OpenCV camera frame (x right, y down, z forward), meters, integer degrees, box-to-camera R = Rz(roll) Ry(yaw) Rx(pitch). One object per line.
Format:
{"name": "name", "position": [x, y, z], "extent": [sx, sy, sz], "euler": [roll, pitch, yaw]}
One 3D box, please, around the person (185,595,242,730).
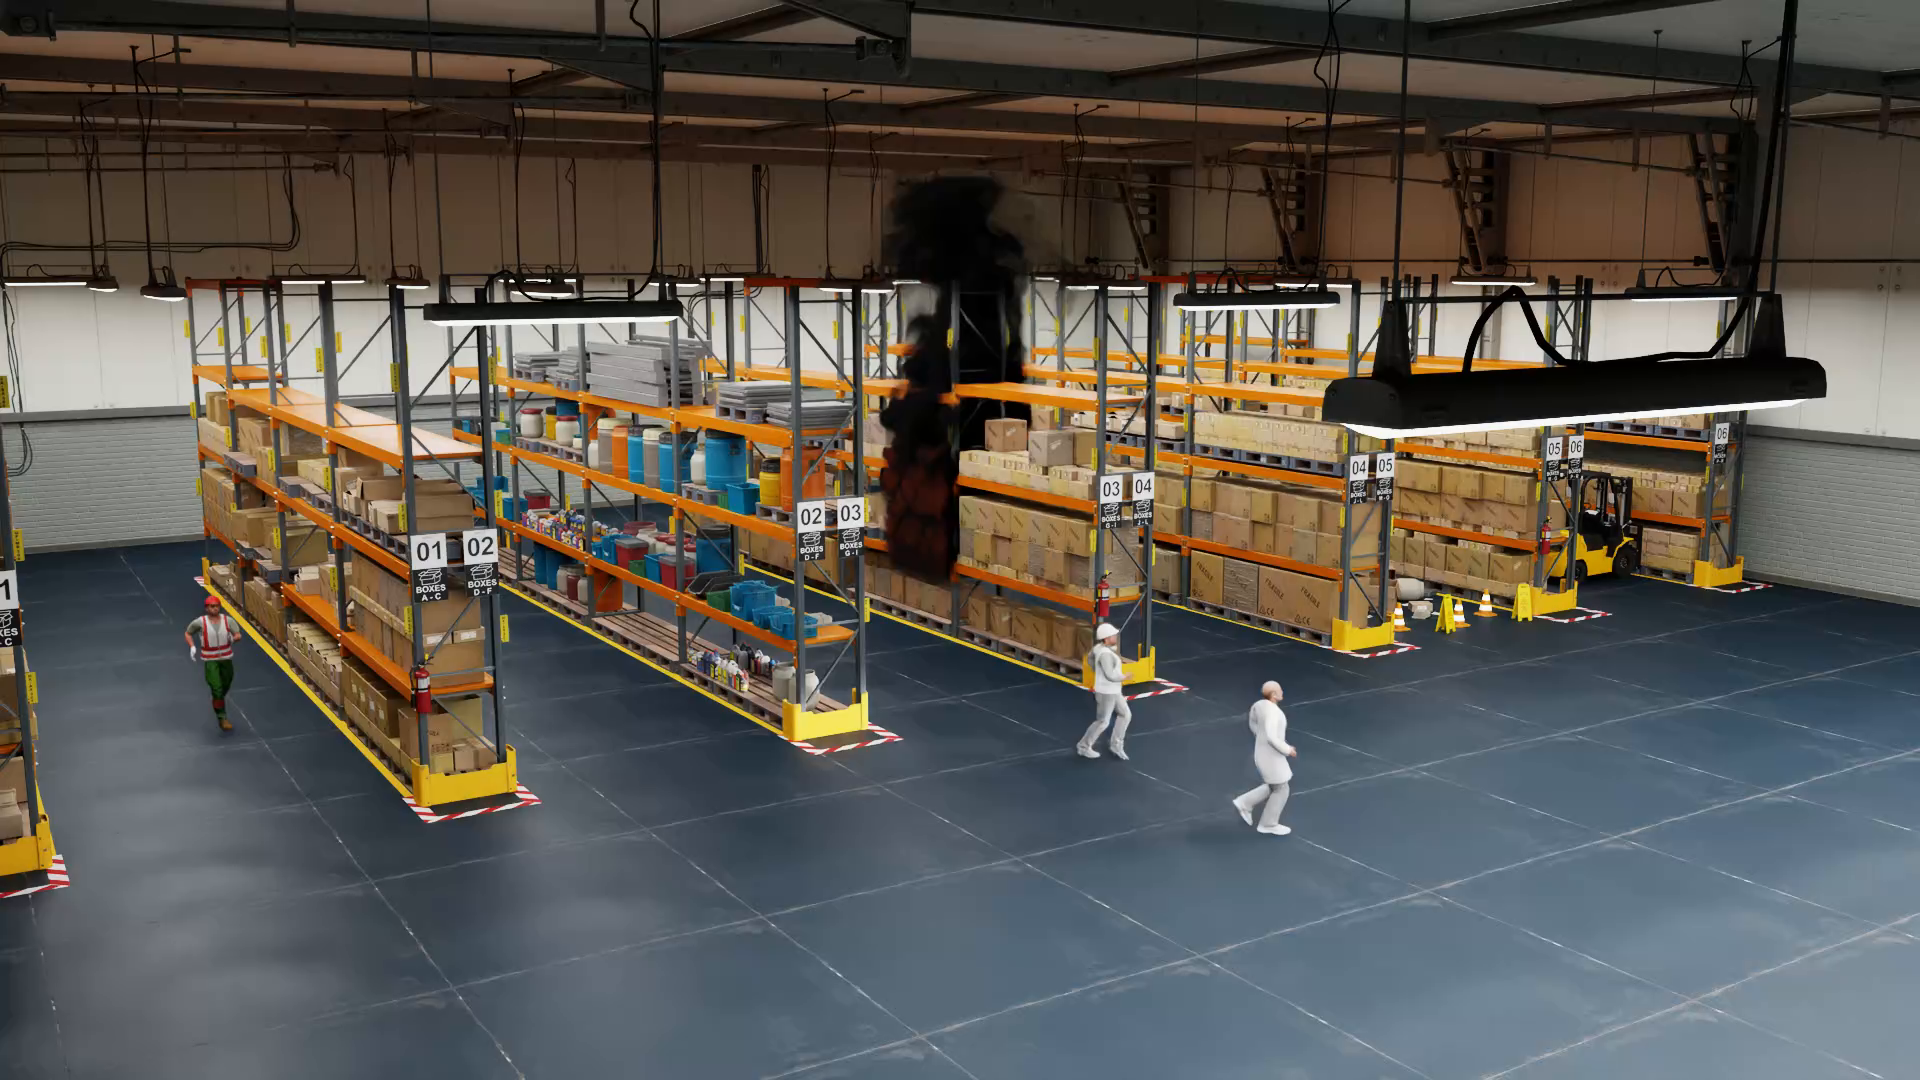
{"name": "person", "position": [-10.157, 1.634, 22.737], "extent": [0.659, 1.773, 1.002], "euler": [-8, 13, -41]}

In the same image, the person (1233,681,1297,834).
{"name": "person", "position": [3.380, 2.418, 18.410], "extent": [0.639, 1.746, 0.721], "euler": [-1, 10, -6]}

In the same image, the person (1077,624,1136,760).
{"name": "person", "position": [1.862, 1.953, 21.170], "extent": [0.734, 1.819, 0.658], "euler": [1, 10, 4]}
